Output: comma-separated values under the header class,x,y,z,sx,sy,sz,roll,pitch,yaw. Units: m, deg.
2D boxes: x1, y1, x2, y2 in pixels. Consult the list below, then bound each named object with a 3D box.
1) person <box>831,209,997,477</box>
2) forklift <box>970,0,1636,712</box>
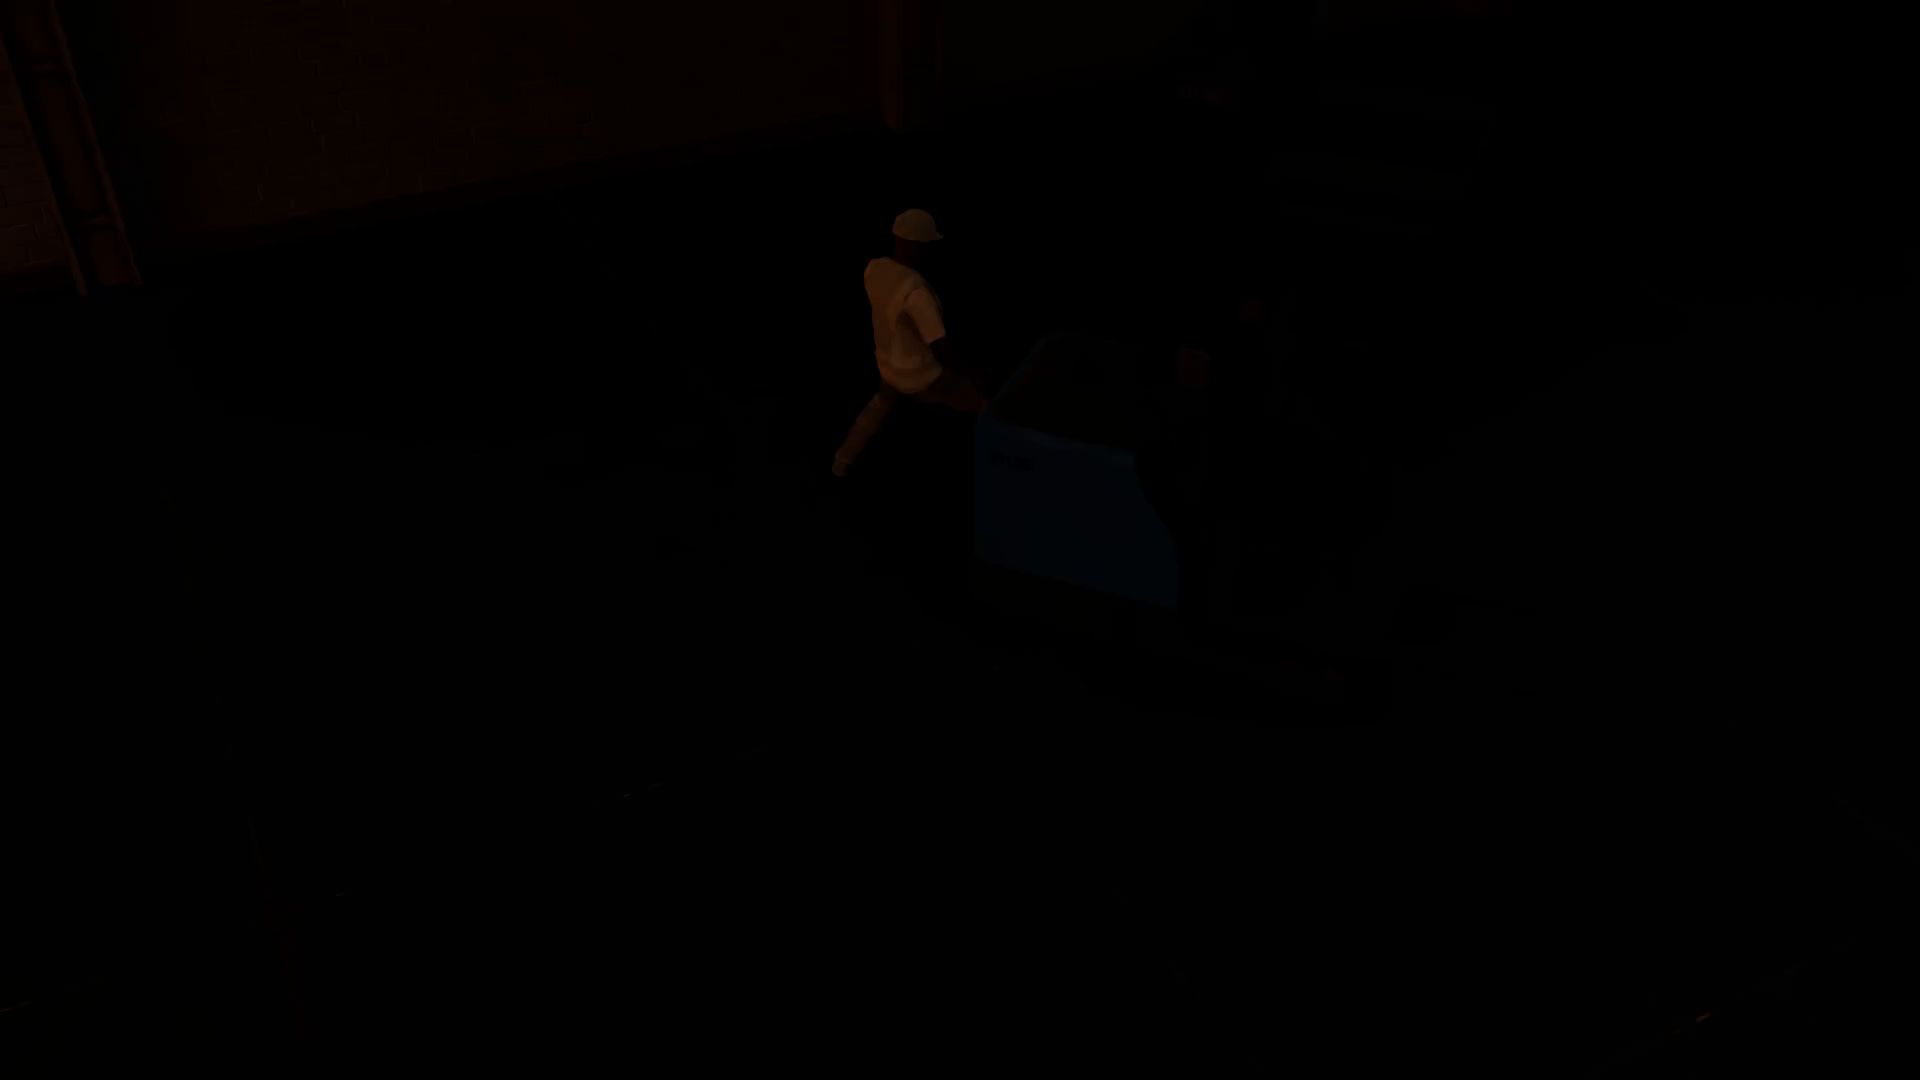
class,x,y,z,sx,sy,sz,roll,pitch,yaw
person,-0.205,-0.997,8.723,0.863,1.621,1.036,-19,40,-25
forklift,1.617,-0.790,7.241,3.031,2.935,1.130,14,38,19
